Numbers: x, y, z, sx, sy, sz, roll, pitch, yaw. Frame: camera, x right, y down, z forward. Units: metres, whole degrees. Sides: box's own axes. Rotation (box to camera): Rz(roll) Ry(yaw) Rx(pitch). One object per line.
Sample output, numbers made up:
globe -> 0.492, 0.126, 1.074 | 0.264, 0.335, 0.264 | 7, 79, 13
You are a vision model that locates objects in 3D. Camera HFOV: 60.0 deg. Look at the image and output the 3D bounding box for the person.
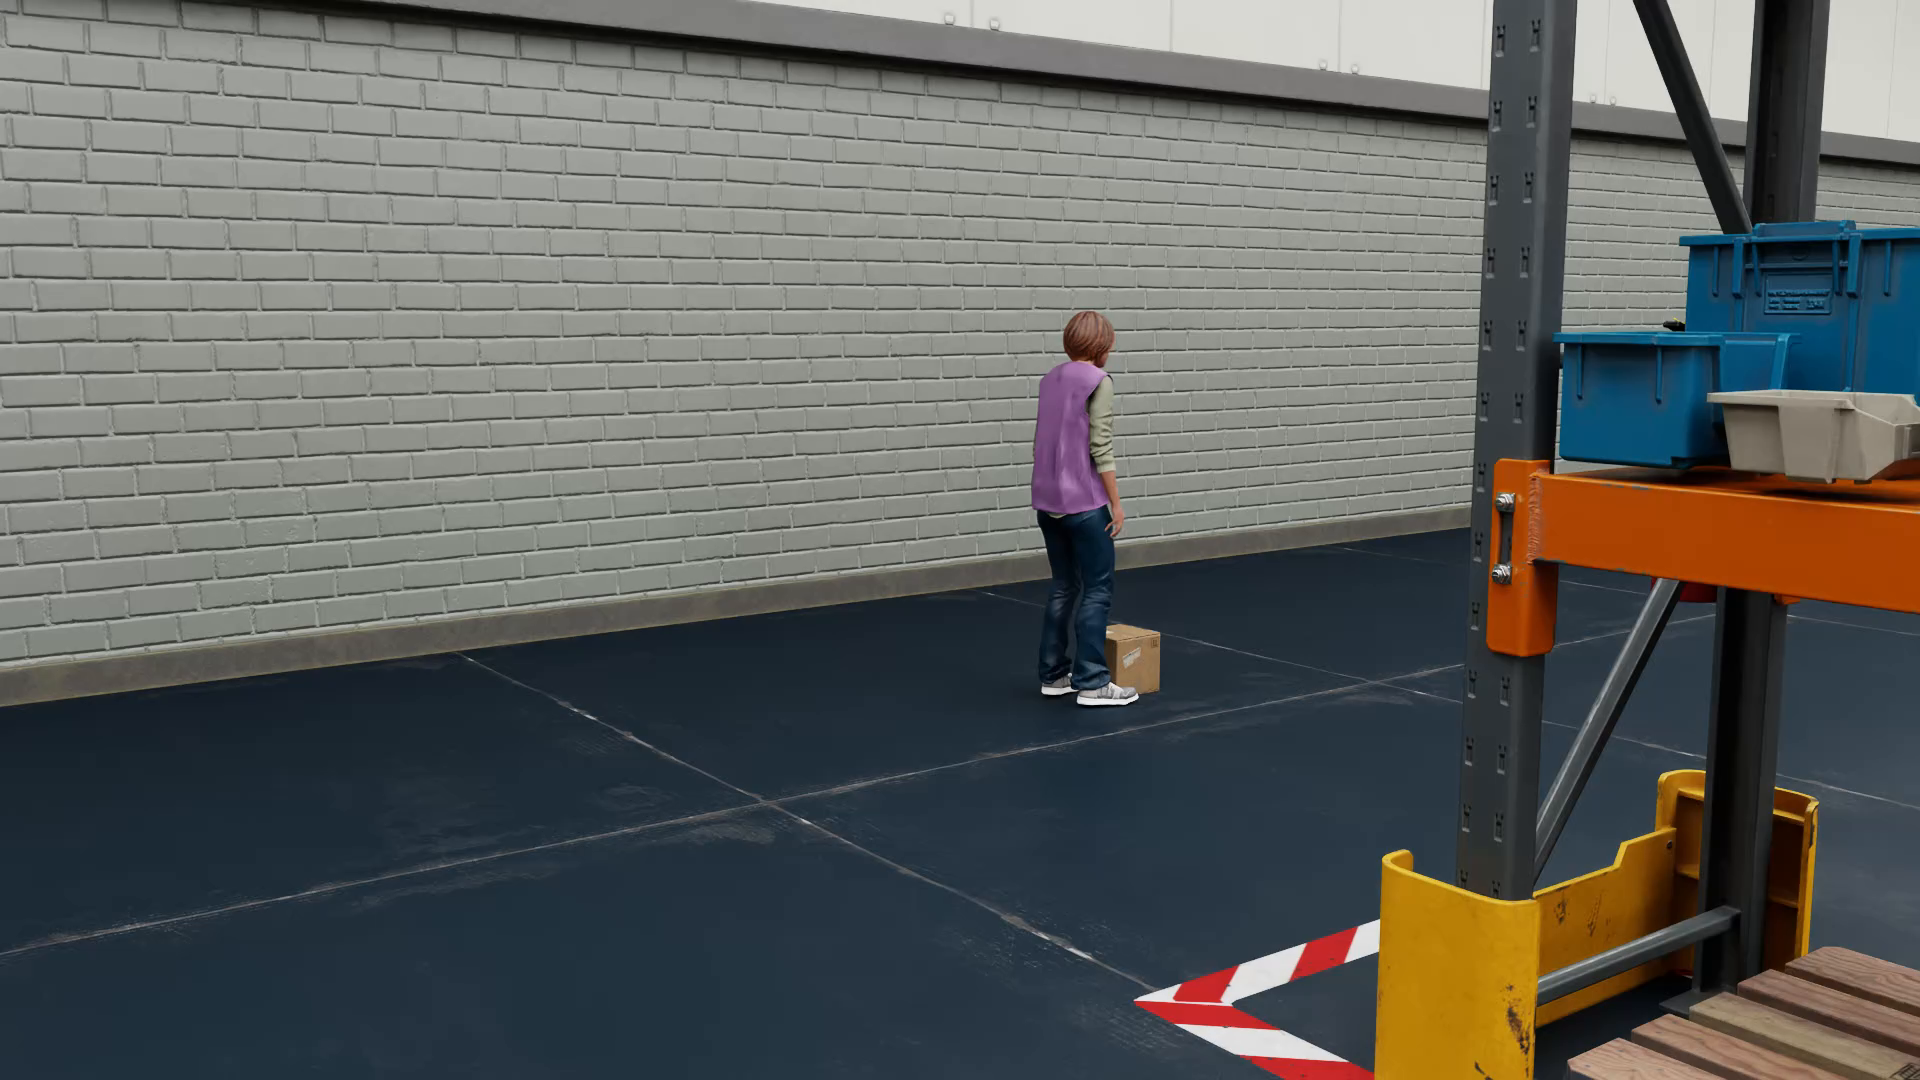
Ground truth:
person -> 0.477, -0.033, 6.807 | 0.334, 1.393, 0.467 | -6, 10, -36
